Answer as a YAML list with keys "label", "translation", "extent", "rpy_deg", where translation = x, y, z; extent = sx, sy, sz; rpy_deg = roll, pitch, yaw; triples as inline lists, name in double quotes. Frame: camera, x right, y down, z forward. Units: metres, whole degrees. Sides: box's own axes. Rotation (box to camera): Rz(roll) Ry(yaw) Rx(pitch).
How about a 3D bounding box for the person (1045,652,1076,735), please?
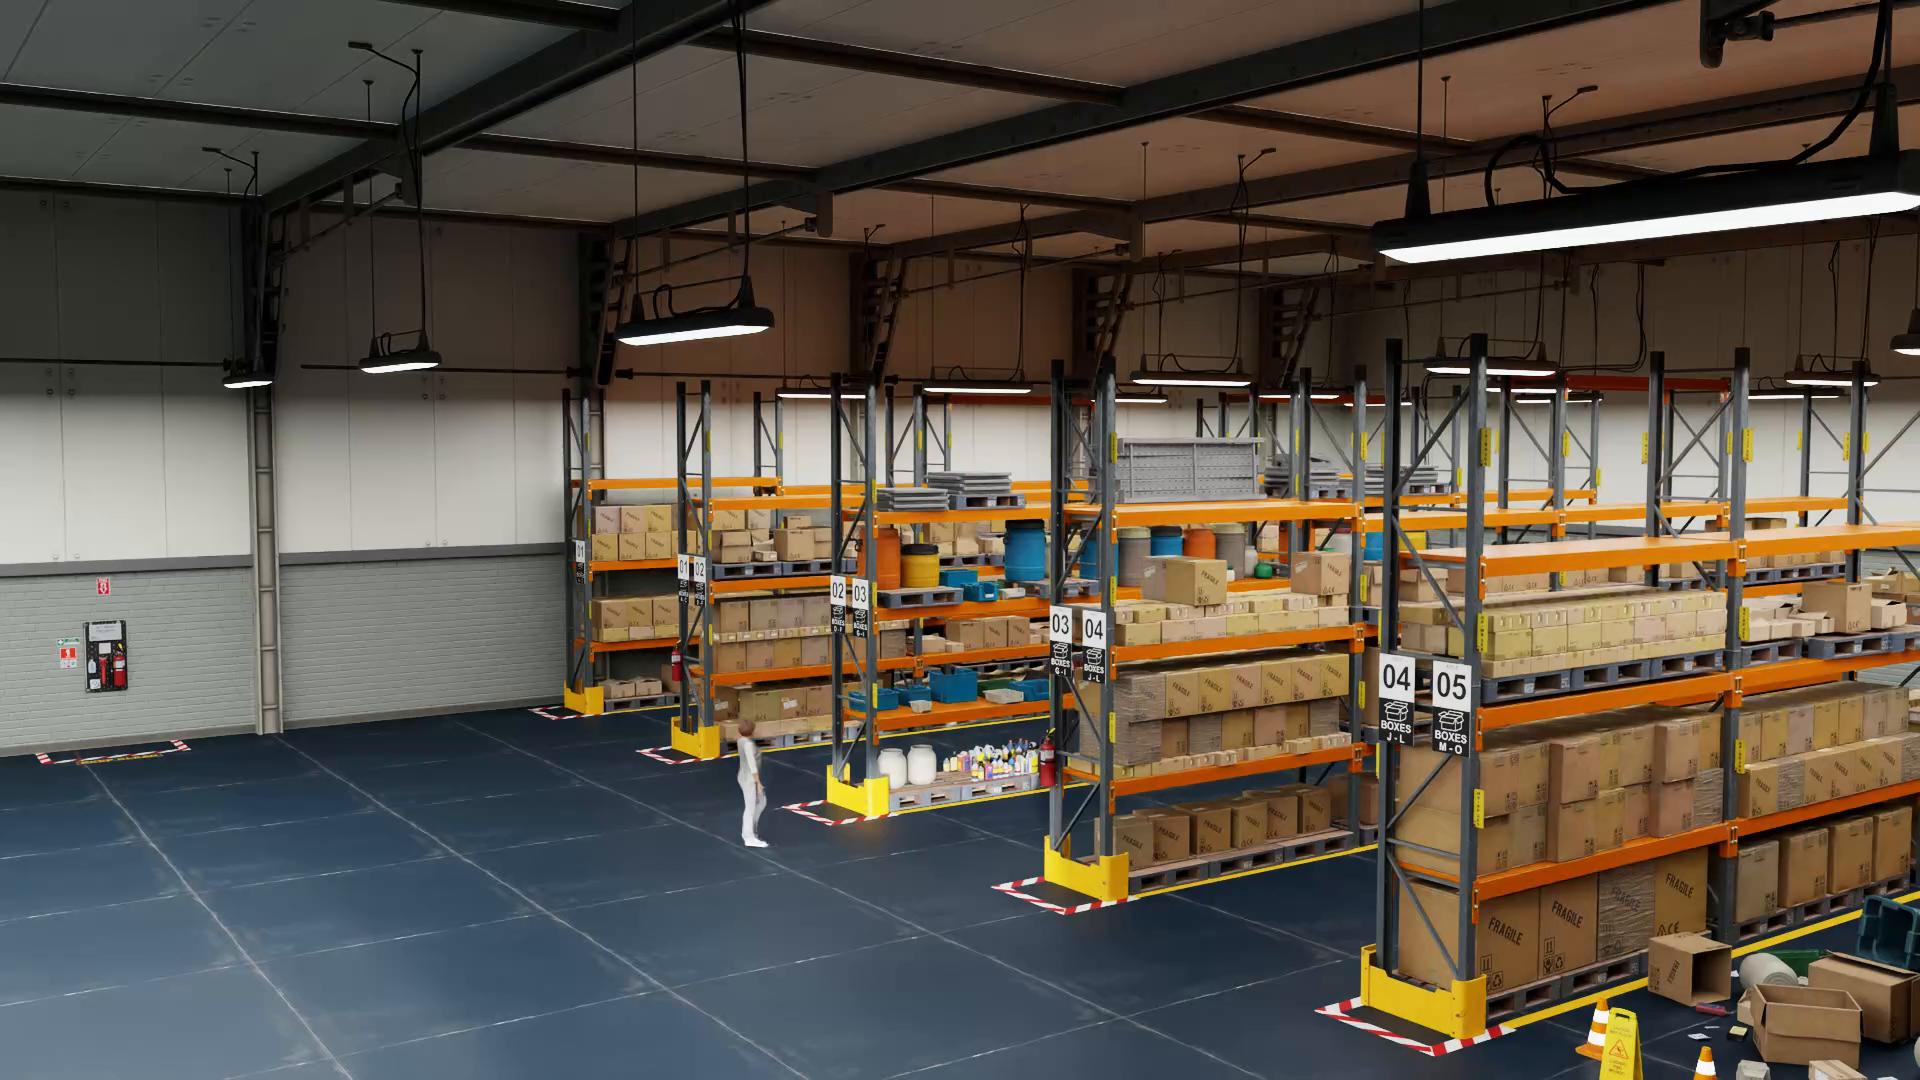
- label: "person"
  translation: [1.657, 2.430, 28.657]
  extent: [0.898, 1.743, 0.637]
  rpy_deg: [-3, 5, -43]

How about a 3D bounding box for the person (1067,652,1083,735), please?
- label: "person"
  translation: [1.920, 2.606, 26.670]
  extent: [1.041, 1.720, 0.508]
  rpy_deg: [-1, 4, -18]

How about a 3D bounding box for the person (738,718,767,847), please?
- label: "person"
  translation: [-2.608, 3.037, 20.826]
  extent: [0.364, 1.623, 0.442]
  rpy_deg: [0, 4, -2]
